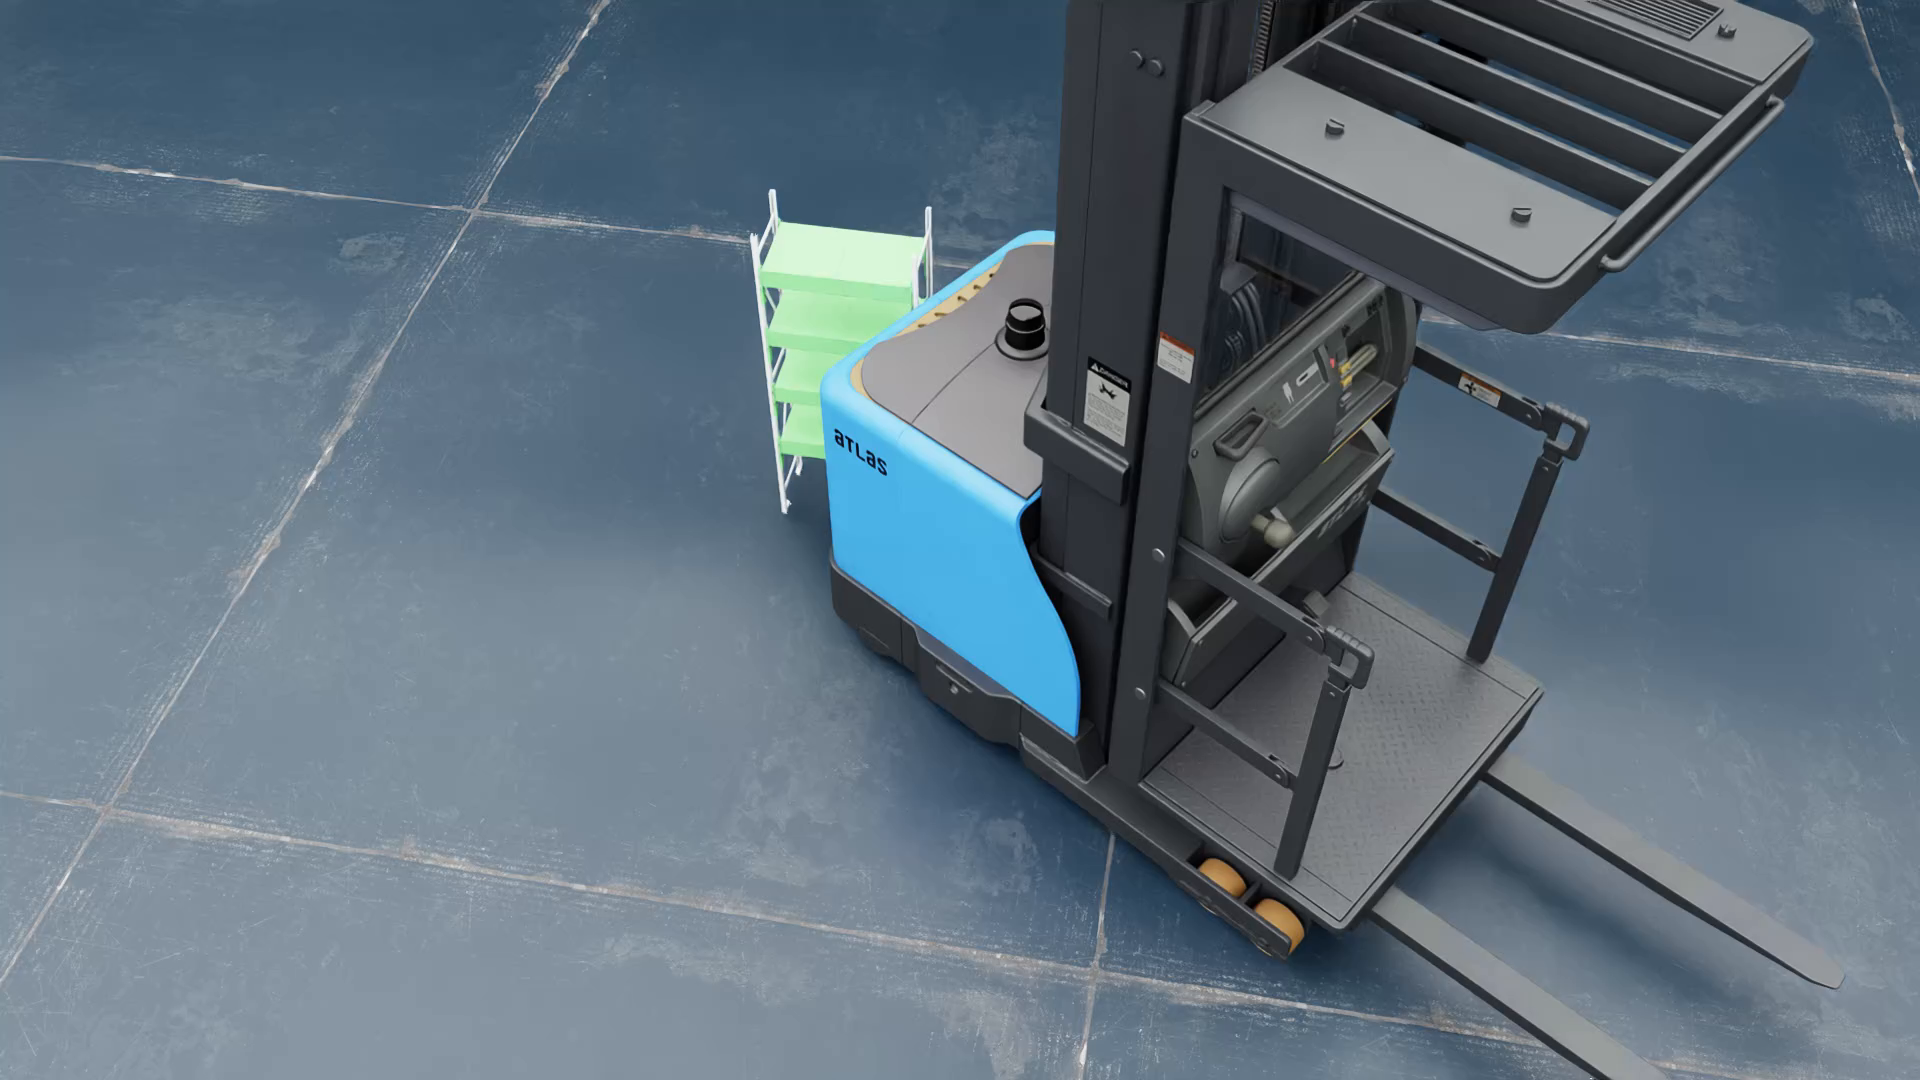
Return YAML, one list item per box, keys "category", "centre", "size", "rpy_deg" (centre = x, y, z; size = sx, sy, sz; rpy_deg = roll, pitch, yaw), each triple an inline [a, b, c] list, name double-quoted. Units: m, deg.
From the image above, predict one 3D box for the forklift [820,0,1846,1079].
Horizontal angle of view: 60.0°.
- category: "forklift"
  centre: [1.010, -0.252, 4.006]
  size: [3.031, 2.935, 1.130]
  rpy_deg: [34, 56, 27]

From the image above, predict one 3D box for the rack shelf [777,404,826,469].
- category: "rack shelf"
  centre: [-0.355, -0.350, 5.667]
  size: [0.480, 0.148, 0.258]
  rpy_deg: [8, 49, 7]

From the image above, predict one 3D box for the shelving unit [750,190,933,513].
- category: "shelving unit"
  centre: [-0.355, -0.553, 5.441]
  size: [0.503, 1.200, 0.258]
  rpy_deg: [8, 49, 7]

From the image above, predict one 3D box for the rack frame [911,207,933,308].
- category: "rack frame"
  centre: [-0.115, -0.521, 5.412]
  size: [0.015, 1.200, 0.240]
  rpy_deg: [8, 49, 7]

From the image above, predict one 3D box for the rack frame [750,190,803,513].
- category: "rack frame"
  centre: [-0.595, -0.586, 5.470]
  size: [0.015, 1.200, 0.240]
  rpy_deg: [8, 49, 7]

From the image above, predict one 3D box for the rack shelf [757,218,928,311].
- category: "rack shelf"
  centre: [-0.355, -0.832, 5.131]
  size: [0.480, 0.148, 0.258]
  rpy_deg: [8, 49, 7]

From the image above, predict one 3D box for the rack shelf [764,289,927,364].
- category: "rack shelf"
  centre: [-0.355, -0.671, 5.310]
  size: [0.480, 0.148, 0.258]
  rpy_deg: [8, 49, 7]

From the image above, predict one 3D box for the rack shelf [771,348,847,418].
- category: "rack shelf"
  centre: [-0.355, -0.511, 5.488]
  size: [0.480, 0.148, 0.258]
  rpy_deg: [8, 49, 7]
